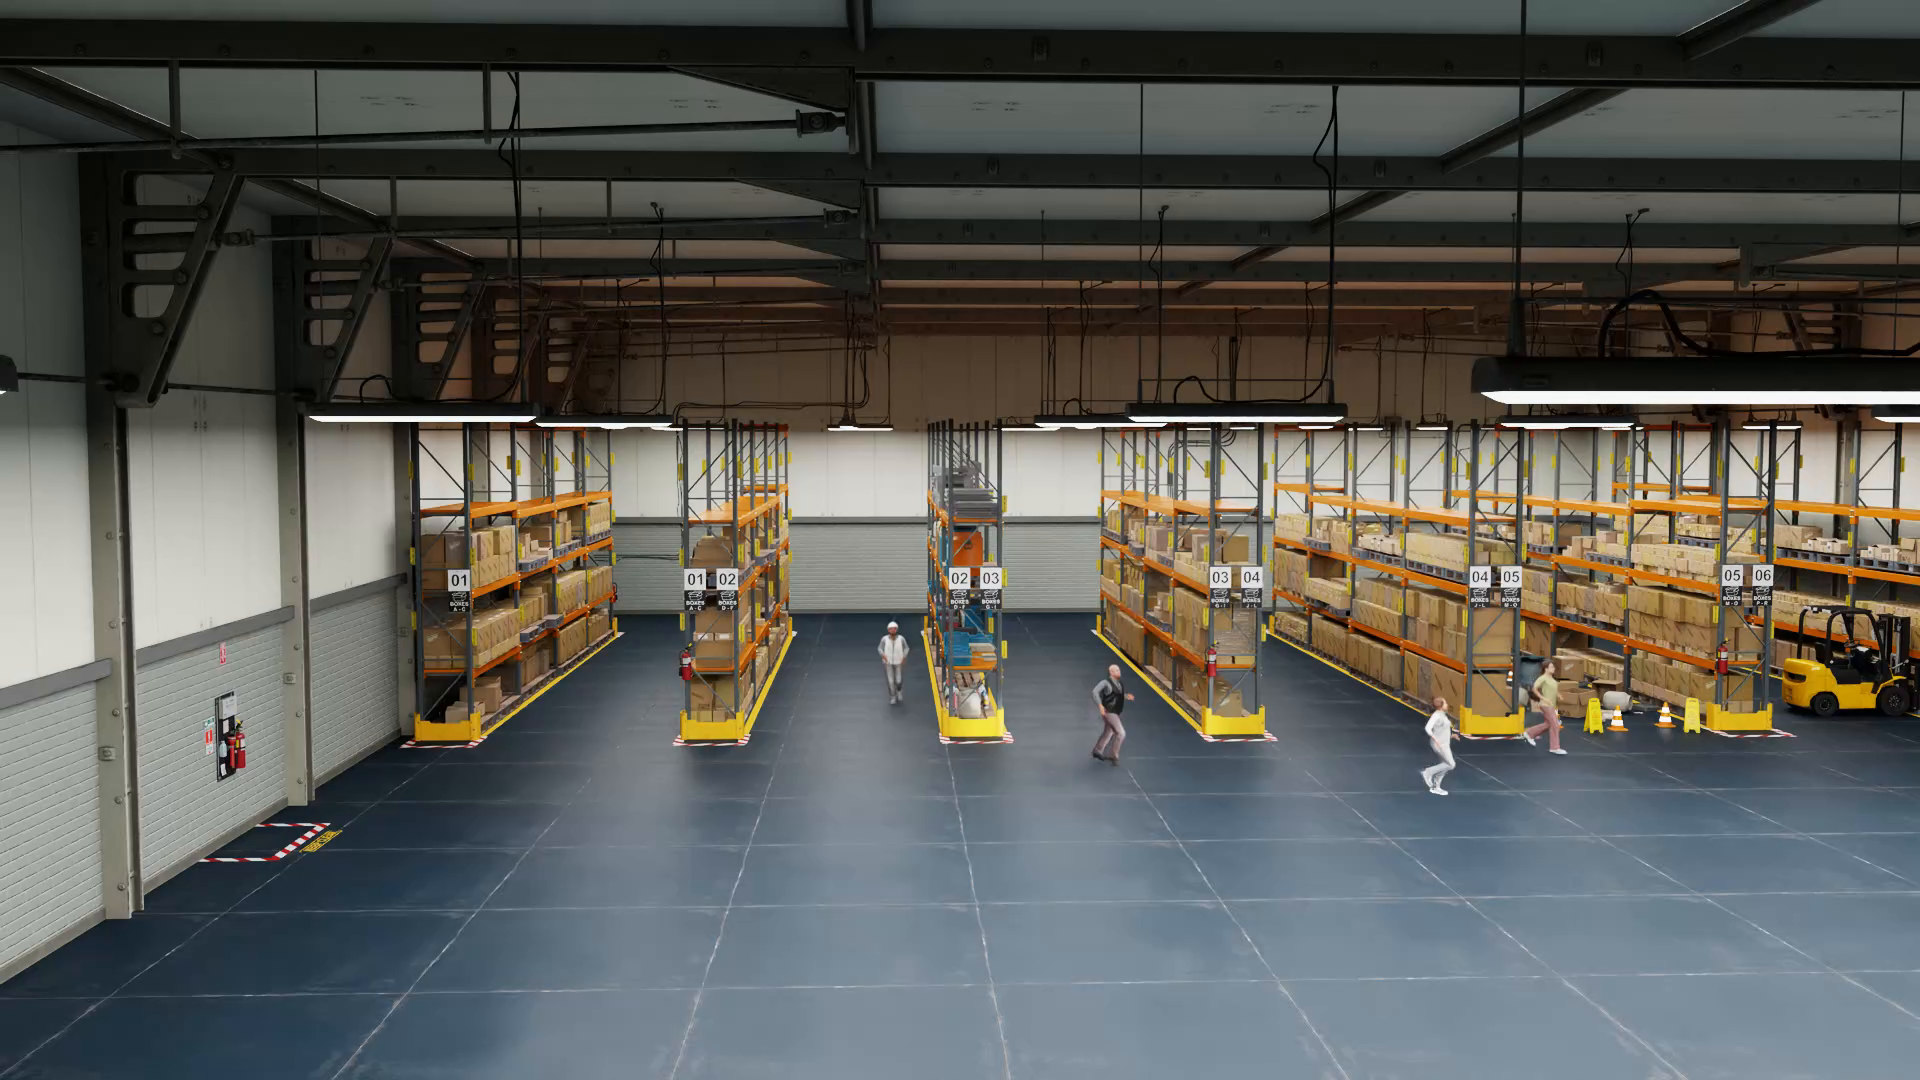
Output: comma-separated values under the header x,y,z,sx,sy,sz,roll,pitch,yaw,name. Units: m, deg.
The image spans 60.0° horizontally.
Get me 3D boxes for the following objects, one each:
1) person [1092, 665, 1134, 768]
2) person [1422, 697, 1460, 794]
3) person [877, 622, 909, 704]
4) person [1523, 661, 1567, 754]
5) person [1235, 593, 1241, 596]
x,y,z,sx,sy,sz,roll,pitch,yaw,name
2.627,3.028,28.715,0.779,1.772,0.648,2,4,31,person
7.635,3.263,26.382,0.539,1.558,0.542,2,4,28,person
-1.420,2.601,35.172,0.662,1.734,0.568,0,4,0,person
10.485,2.980,29.804,0.822,1.646,0.593,3,5,39,person
7.905,1.861,47.872,0.655,1.643,0.687,4,5,45,person
